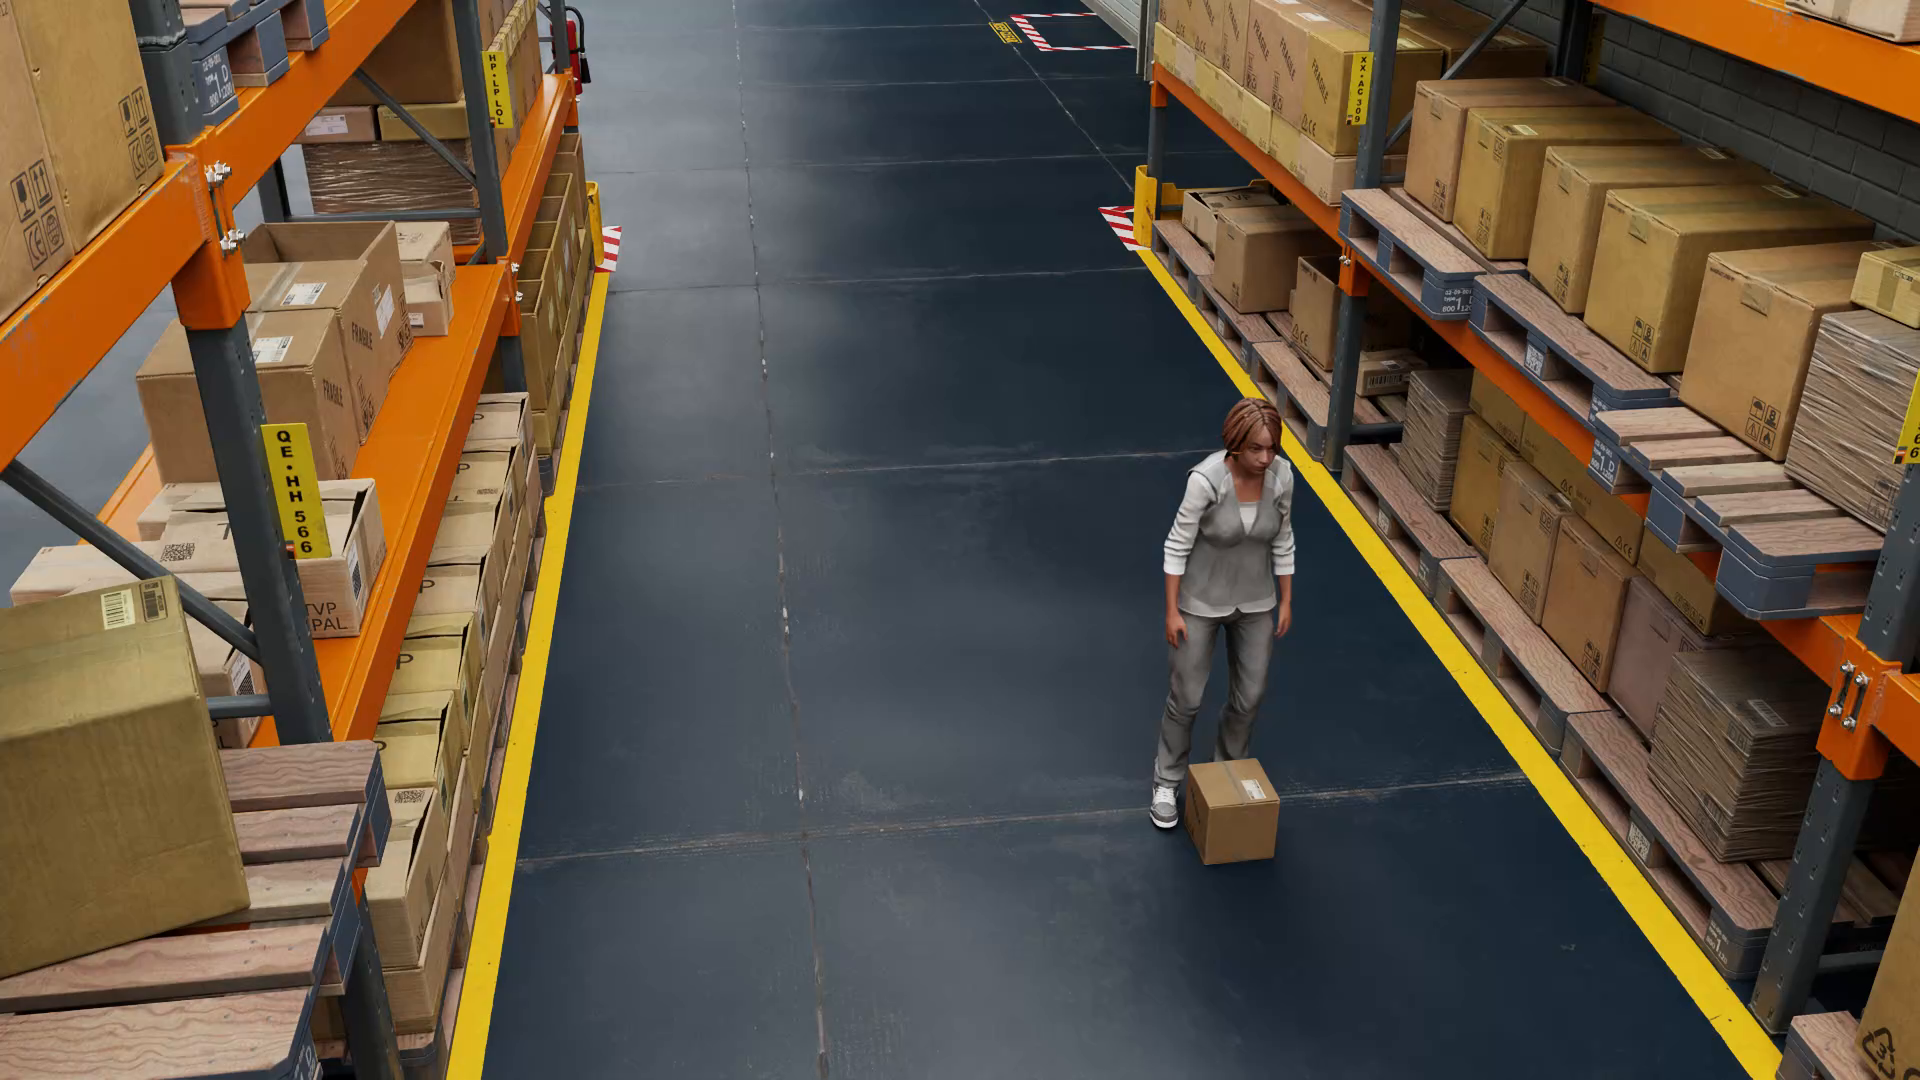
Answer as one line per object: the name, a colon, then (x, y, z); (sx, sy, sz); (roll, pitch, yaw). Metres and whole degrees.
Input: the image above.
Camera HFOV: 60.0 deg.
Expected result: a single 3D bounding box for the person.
person: (0.907, 0.246, 5.659); (0.485, 1.593, 0.374); (-5, 28, -10)
